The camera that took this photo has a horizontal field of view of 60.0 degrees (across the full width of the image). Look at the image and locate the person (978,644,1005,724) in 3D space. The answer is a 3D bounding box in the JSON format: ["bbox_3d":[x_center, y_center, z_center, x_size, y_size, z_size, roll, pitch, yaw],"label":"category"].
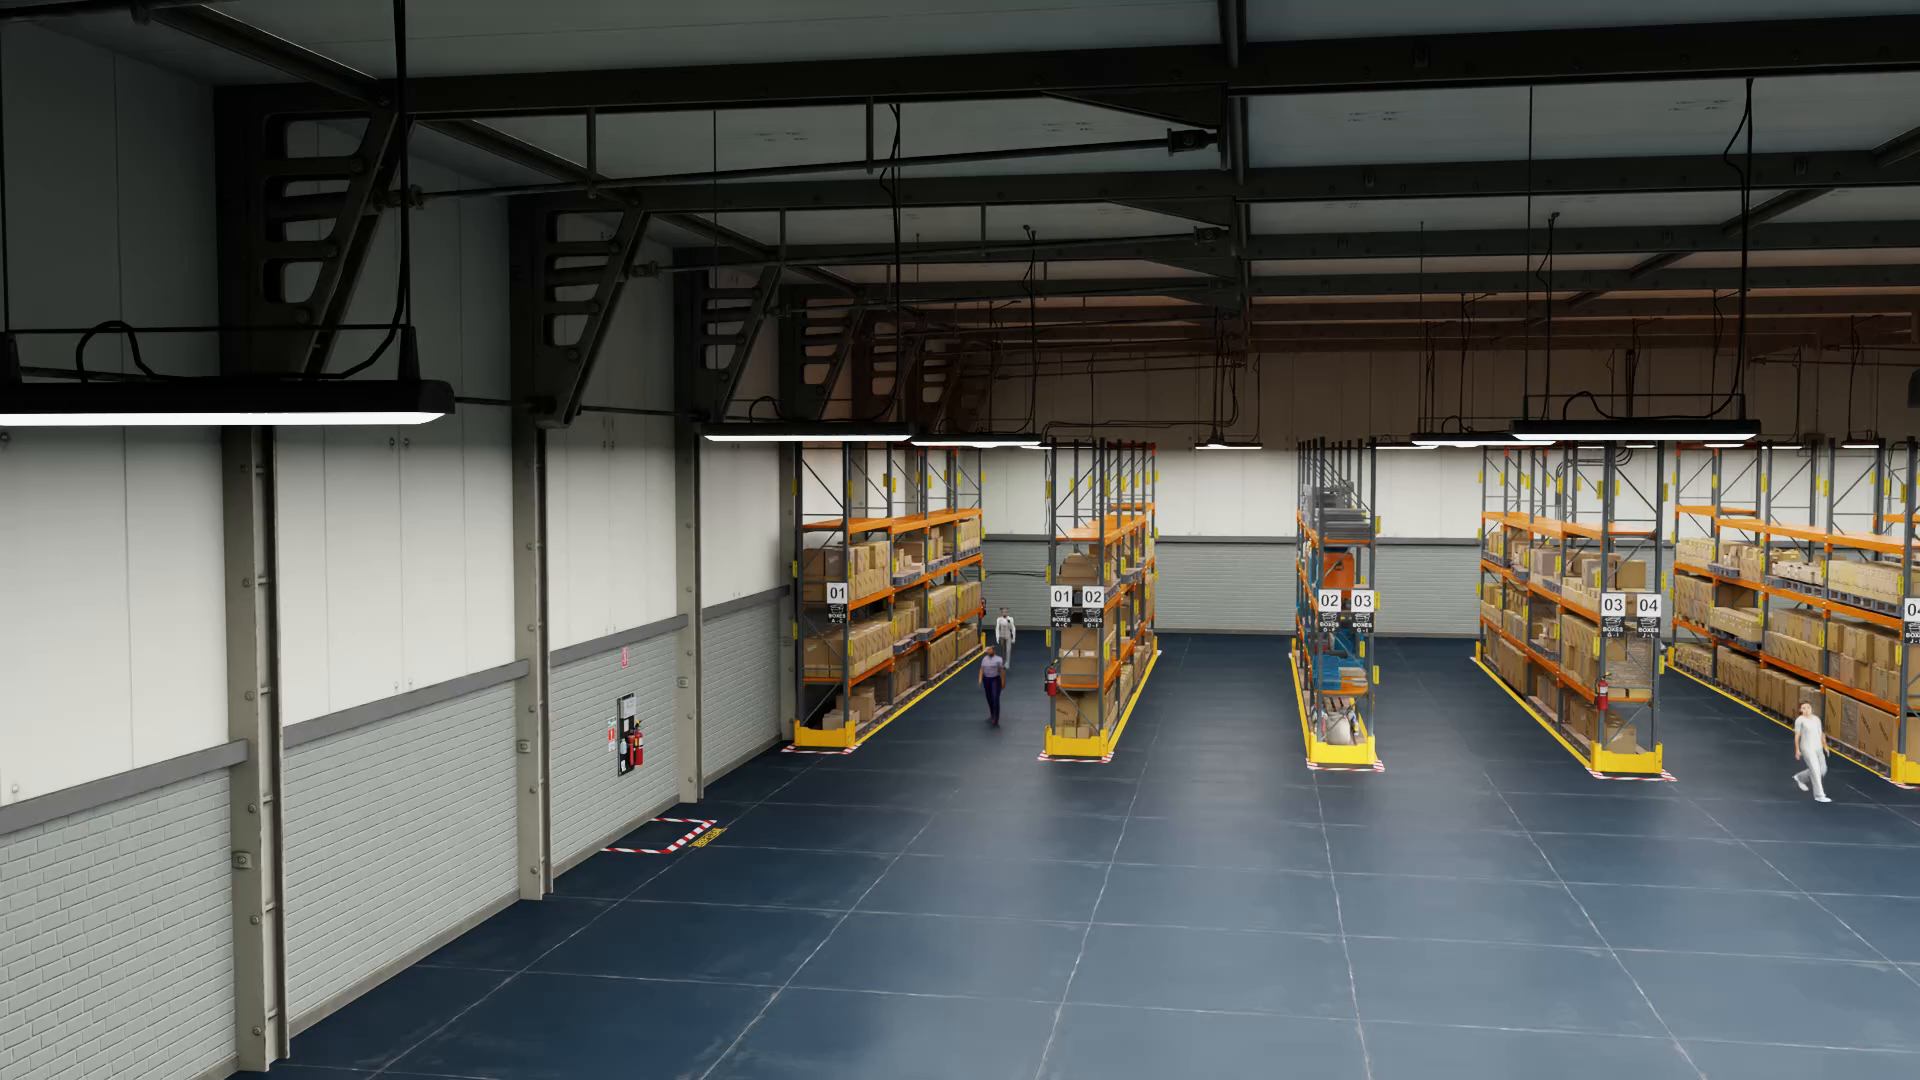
[{"bbox_3d":[0.671,3.033,35.203,0.587,1.625,0.762,2,4,33],"label":"person"}]

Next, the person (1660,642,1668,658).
[{"bbox_3d":[18.995,2.452,45.625,1.102,1.732,0.534,0,3,1],"label":"person"}]

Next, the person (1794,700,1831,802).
[{"bbox_3d":[13.997,3.449,27.348,0.458,1.632,0.797,-1,3,-13],"label":"person"}]

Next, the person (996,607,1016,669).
[{"bbox_3d":[1.178,2.572,43.729,0.505,1.625,0.991,1,3,16],"label":"person"}]
